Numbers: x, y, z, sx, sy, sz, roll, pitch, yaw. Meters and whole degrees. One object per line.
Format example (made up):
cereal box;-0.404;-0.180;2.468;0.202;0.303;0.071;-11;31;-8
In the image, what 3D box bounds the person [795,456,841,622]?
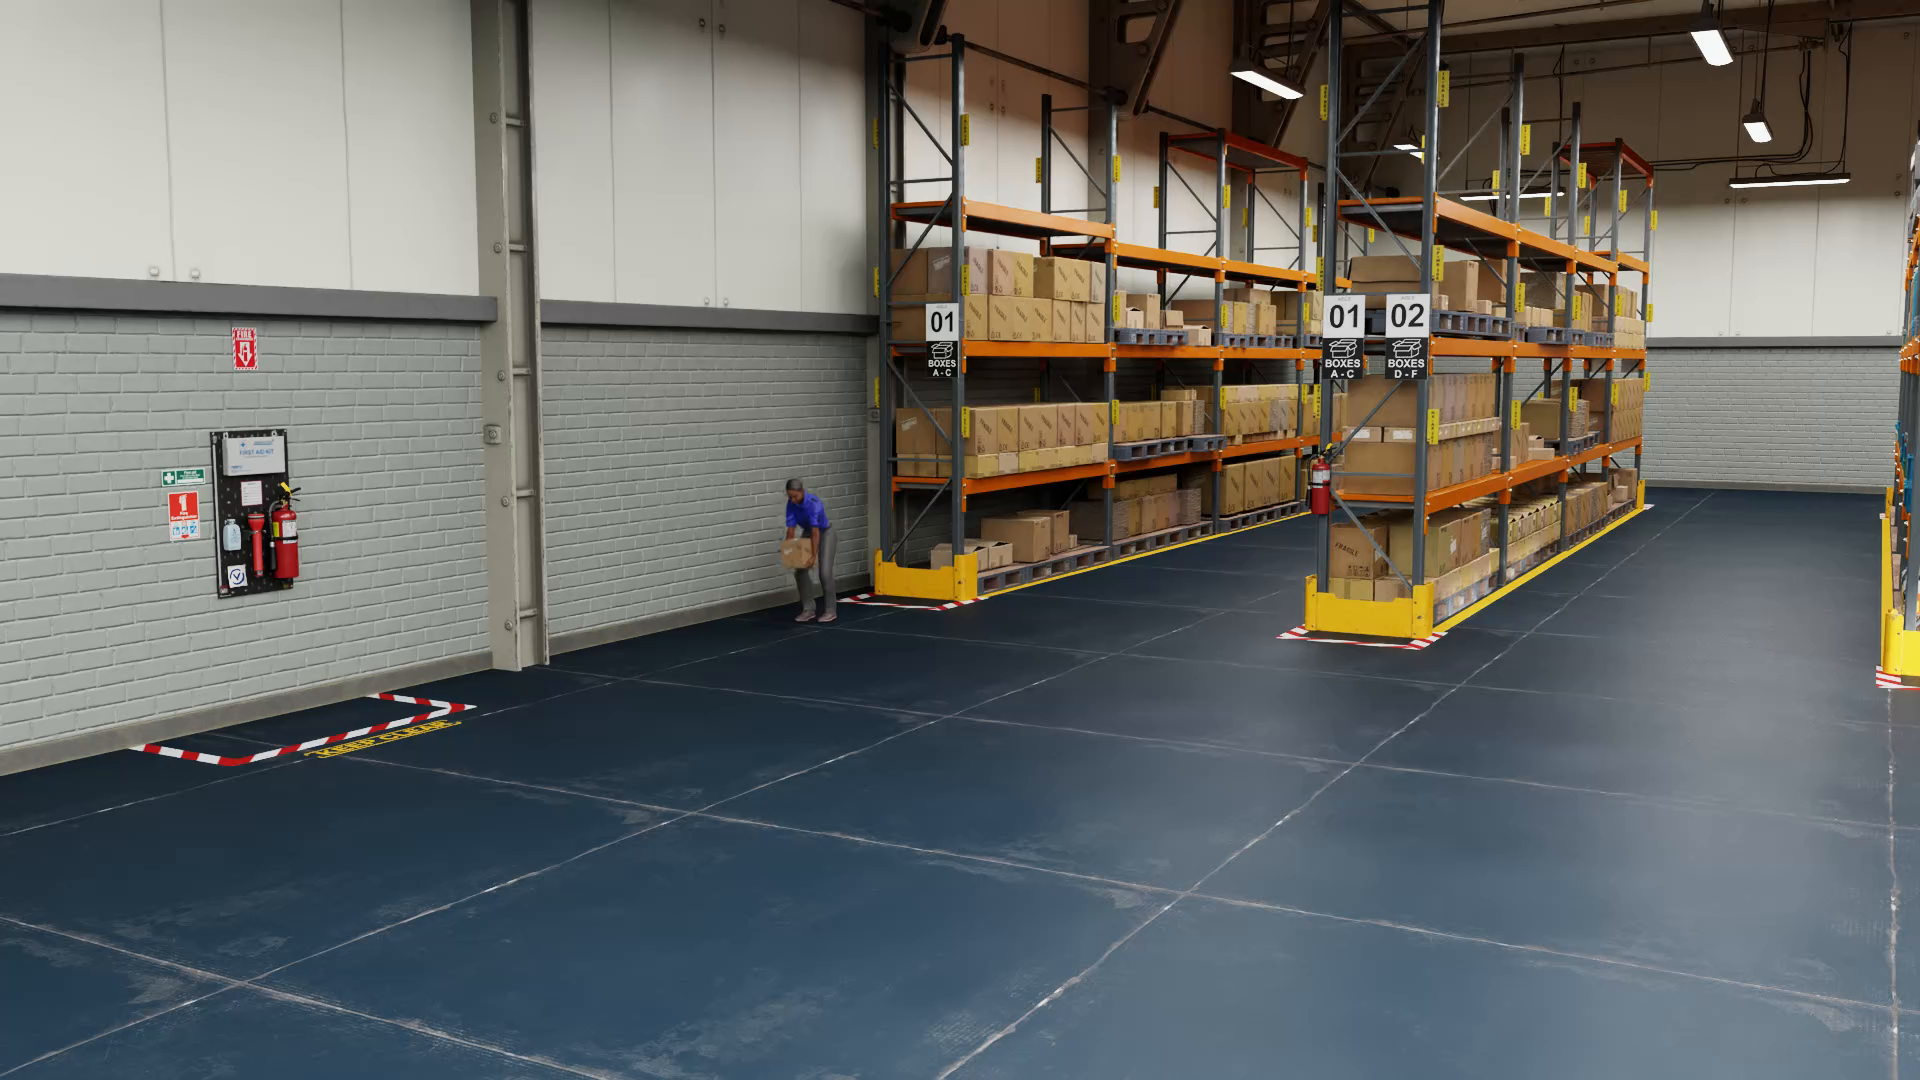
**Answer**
person;-1.453;-0.011;16.546;0.450;1.647;0.523;3;7;29
